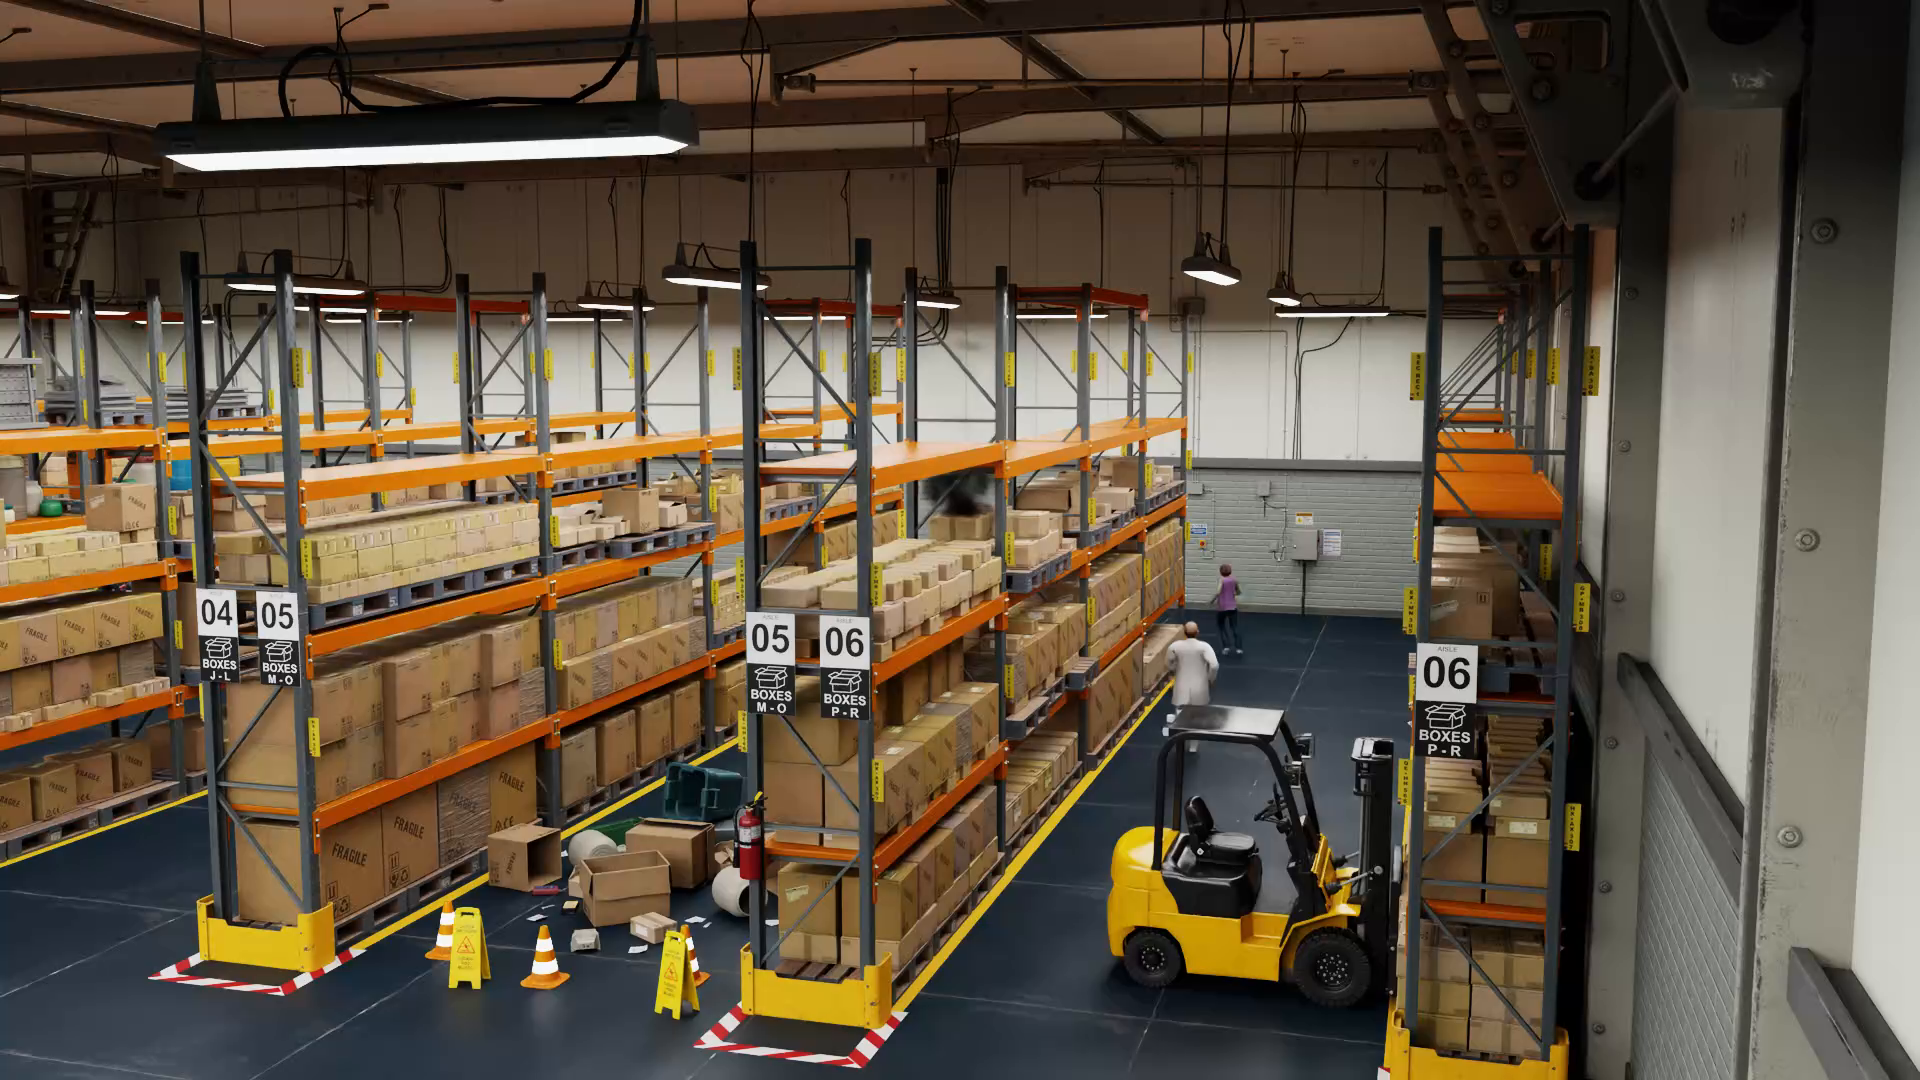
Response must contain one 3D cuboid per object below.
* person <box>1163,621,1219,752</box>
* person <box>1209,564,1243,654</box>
[{"bbox_3d":[2.978,1.905,21.409,0.720,1.746,0.910,2,7,14],"label":"person"},{"bbox_3d":[4.522,1.210,28.398,0.598,1.603,0.624,-2,7,-18],"label":"person"}]
